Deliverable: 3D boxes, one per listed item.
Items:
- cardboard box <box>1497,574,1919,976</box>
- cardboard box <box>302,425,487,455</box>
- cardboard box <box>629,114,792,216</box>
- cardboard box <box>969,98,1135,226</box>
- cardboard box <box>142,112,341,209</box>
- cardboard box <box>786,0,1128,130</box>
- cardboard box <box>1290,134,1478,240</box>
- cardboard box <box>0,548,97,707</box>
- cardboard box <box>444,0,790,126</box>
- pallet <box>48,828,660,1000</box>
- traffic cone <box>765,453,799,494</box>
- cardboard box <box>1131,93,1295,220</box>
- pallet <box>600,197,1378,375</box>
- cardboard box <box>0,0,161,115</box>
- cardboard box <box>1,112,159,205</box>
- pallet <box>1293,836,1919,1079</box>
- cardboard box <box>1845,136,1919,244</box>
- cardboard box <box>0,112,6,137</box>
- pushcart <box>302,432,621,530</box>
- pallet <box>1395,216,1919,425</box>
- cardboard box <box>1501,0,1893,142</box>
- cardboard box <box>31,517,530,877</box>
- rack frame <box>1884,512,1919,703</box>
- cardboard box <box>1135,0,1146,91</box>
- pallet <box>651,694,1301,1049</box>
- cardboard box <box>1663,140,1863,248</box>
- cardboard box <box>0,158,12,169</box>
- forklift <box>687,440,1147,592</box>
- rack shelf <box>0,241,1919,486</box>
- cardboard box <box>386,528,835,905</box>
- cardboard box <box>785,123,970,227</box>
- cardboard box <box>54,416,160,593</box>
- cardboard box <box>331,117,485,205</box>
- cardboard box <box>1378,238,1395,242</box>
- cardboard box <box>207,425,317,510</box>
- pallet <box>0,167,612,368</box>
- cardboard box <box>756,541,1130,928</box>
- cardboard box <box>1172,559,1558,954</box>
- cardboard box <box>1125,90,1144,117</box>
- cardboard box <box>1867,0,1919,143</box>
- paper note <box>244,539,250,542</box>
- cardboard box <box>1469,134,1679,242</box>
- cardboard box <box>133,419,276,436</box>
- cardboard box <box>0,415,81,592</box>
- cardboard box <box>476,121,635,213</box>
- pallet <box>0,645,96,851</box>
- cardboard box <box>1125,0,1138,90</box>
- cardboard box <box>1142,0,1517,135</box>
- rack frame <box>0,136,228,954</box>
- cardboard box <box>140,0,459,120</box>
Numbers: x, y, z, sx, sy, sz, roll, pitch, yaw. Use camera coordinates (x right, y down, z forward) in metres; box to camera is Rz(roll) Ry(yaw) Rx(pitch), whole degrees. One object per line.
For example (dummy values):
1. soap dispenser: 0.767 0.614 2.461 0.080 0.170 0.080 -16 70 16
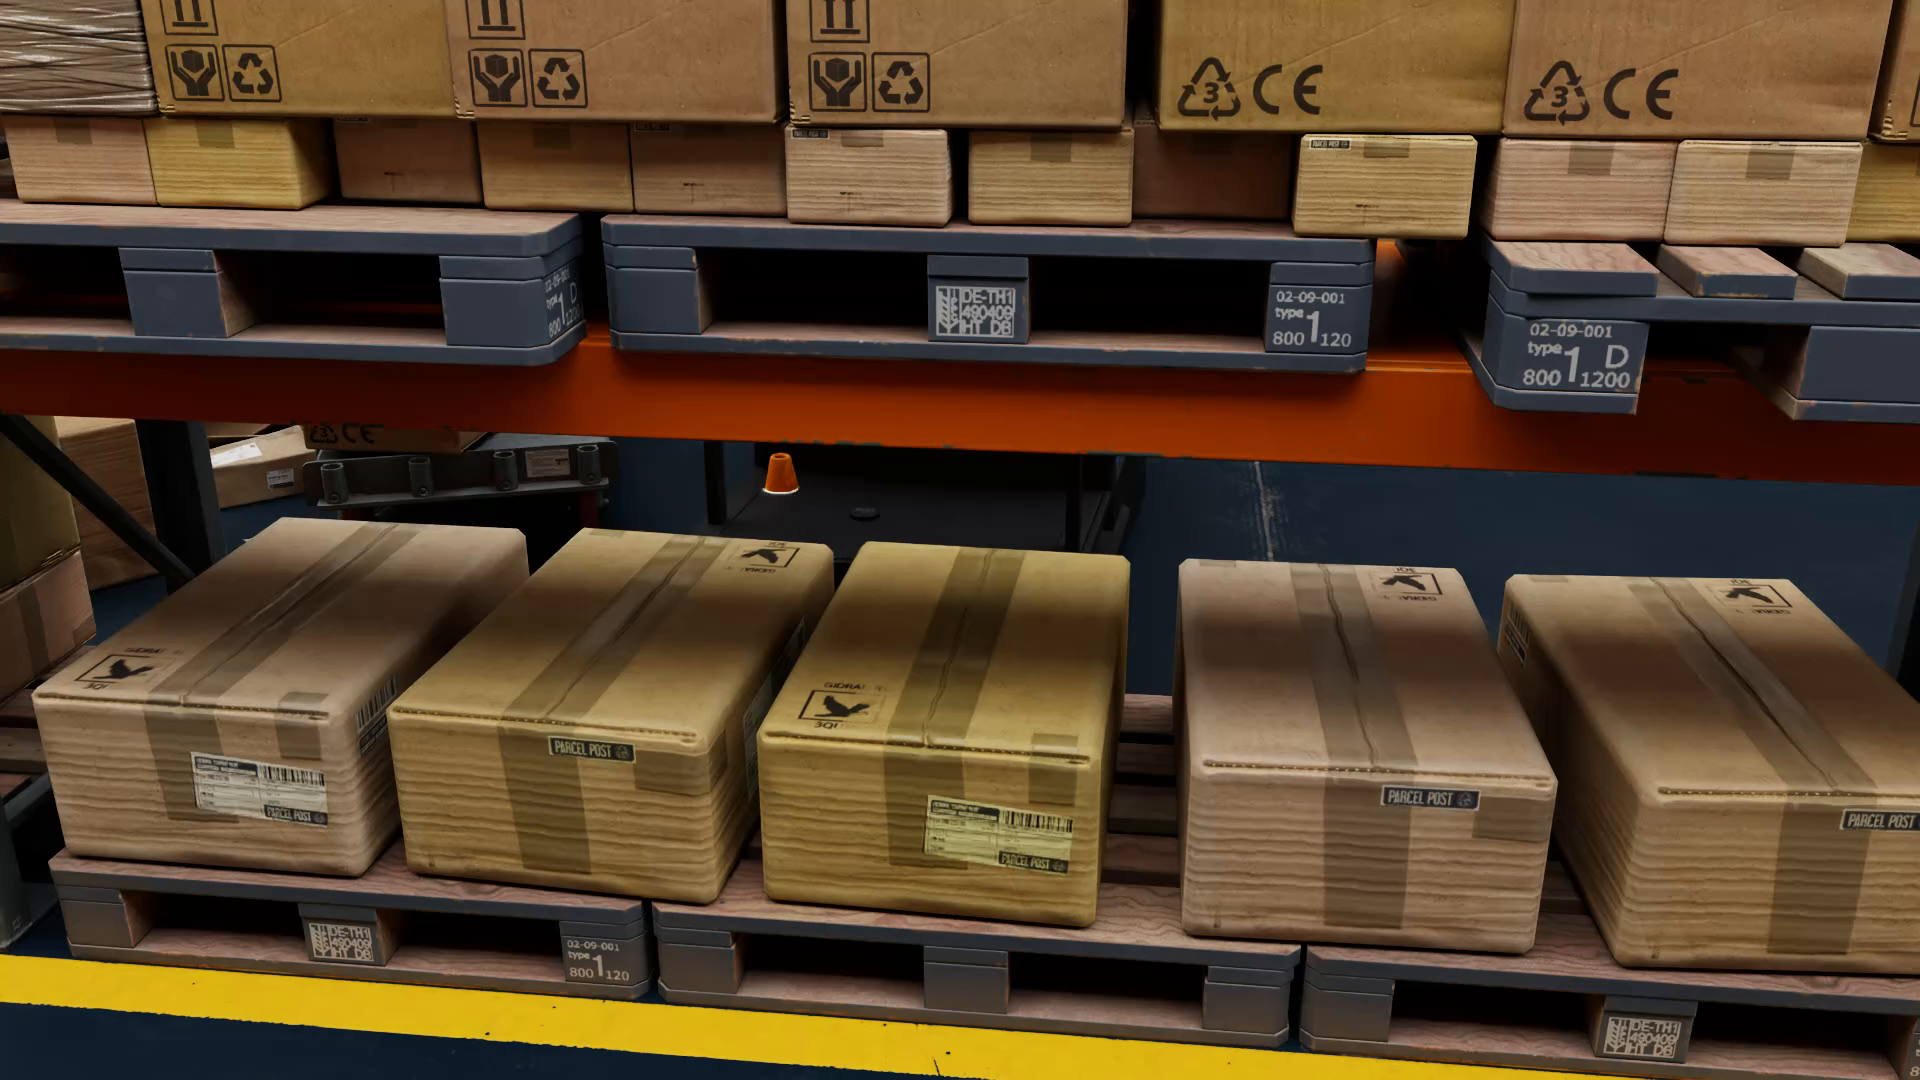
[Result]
1. cardboard box: 1.495 0.422 3.295 0.625 0.372 0.950 1 22 3
2. cardboard box: -1.738 -0.590 5.223 0.500 0.500 0.500 2 22 6
3. cardboard box: -0.373 -0.653 2.781 0.250 0.149 0.380 3 22 7
4. cardboard box: 0.153 -0.621 2.702 0.250 0.149 0.380 2 22 5
5. cardboard box: -1.159 -0.675 2.837 0.250 0.149 0.380 3 22 7
6. cardboard box: 0.012 -0.939 2.622 0.500 0.500 0.500 2 22 4
7. cardboard box: 0.647 -0.584 2.606 0.250 0.149 0.380 3 22 7
8. cardboard box: -2.472 0.210 3.998 0.500 0.250 0.500 2 22 4
9. cardboard box: -0.499 -0.957 2.668 0.500 0.500 0.500 2 22 6
10. pallet: -1.144 0.580 3.685 1.213 0.211 1.003 2 22 6
11. traffic cone: -0.521 -0.027 4.879 0.334 0.463 0.336 2 22 6
12. cardboard box: 0.412 -0.640 2.750 0.250 0.149 0.380 3 22 7
13. pallet: 0.084 -0.558 3.032 1.213 0.211 1.003 2 22 6
14. cardboard box: -1.486 -1.005 2.789 0.500 0.500 0.500 3 22 8
15. cardboard box: -1.406 -0.689 2.873 0.250 0.149 0.380 3 22 7
16. pallet: 1.279 0.686 3.418 1.213 0.211 1.003 2 22 6
17. cardboard box: 1.427 -0.568 2.568 0.250 0.149 0.380 3 22 7
18. cardboard box: -2.322 -1.055 3.488 0.500 0.500 0.500 2 22 6
19. pushcart: -1.699 -0.365 5.849 0.936 0.377 1.648 -5 22 -12
20. pallet: 1.334 -0.479 2.833 1.003 0.211 1.213 2 22 6
21. cardboard box: 1.056 -0.893 2.507 0.500 0.500 0.500 2 22 5
22. cardboard box: -1.396 0.299 3.607 0.625 0.372 0.950 3 22 7
23. rack frame: 2.055 -0.576 2.818 0.127 3.000 1.000 2 22 6
24. cardboard box: 0.589 -1.101 3.033 0.500 0.500 0.500 3 22 7
25. pallet: 0.071 0.632 3.553 1.213 0.211 1.003 2 22 6
26. cardboard box: 1.171 -0.563 2.554 0.250 0.149 0.380 2 22 6
27. cardboard box: -2.193 -0.763 3.633 0.250 0.149 0.380 2 22 6
28. forklift: -0.132 -1.137 4.330 1.130 2.935 3.031 4 22 11
29. rack shelf: 0.069 -0.328 3.169 4.000 0.370 1.077 2 22 6
30. cardboard box: -0.682 0.329 3.531 0.625 0.372 0.950 4 22 10
31. cardboard box: -0.115 -0.622 2.704 0.250 0.149 0.380 3 22 8
32. cardboard box: -2.822 -0.131 5.089 0.500 0.500 0.500 -19 28 -40
33. cardboard box: -0.869 -0.690 2.877 0.250 0.149 0.380 4 22 10
34. cardboard box: 1.943 -1.596 7.887 0.750 0.750 1.050 2 22 6
35. cardboard box: -2.474 -0.297 5.830 0.396 0.266 0.258 -14 25 -31
36. pallet: -1.176 -0.574 3.073 1.213 0.211 1.003 2 22 6
37. cardboard box: 0.009 0.358 3.457 0.625 0.372 0.950 3 22 8
38. cardboard box: 0.761 0.393 3.368 0.625 0.372 0.950 2 22 5
39. cardboard box: 0.406 -0.789 3.127 0.250 0.149 0.380 3 22 8
40. cardboard box: 1.570 -0.875 2.461 0.500 0.500 0.500 2 22 5
41. paper note: -2.243 -0.015 5.435 0.142 0.019 0.148 2 22 6
42. cardboard box: 0.922 -0.577 2.589 0.250 0.149 0.380 1 22 4
43. cardboard box: -2.918 -0.636 6.179 0.503 0.637 0.797 2 22 6
44. cardboard box: -2.472 -0.139 3.860 0.500 0.500 0.500 4 22 9
45. cardboard box: -0.618 -0.664 2.810 0.250 0.149 0.380 3 22 7
46. pallet: -2.589 0.531 3.809 1.213 0.211 1.003 2 22 6
47. cardboard box: 0.093 -1.126 3.095 0.500 0.500 0.500 2 22 4
48. cardboard box: 0.554 -0.915 2.561 0.500 0.500 0.500 1 22 3
49. rack frame: -1.918 -0.750 3.256 0.127 3.000 1.000 2 22 6
50. cardboard box: -0.988 -0.983 2.735 0.500 0.500 0.500 3 22 6
